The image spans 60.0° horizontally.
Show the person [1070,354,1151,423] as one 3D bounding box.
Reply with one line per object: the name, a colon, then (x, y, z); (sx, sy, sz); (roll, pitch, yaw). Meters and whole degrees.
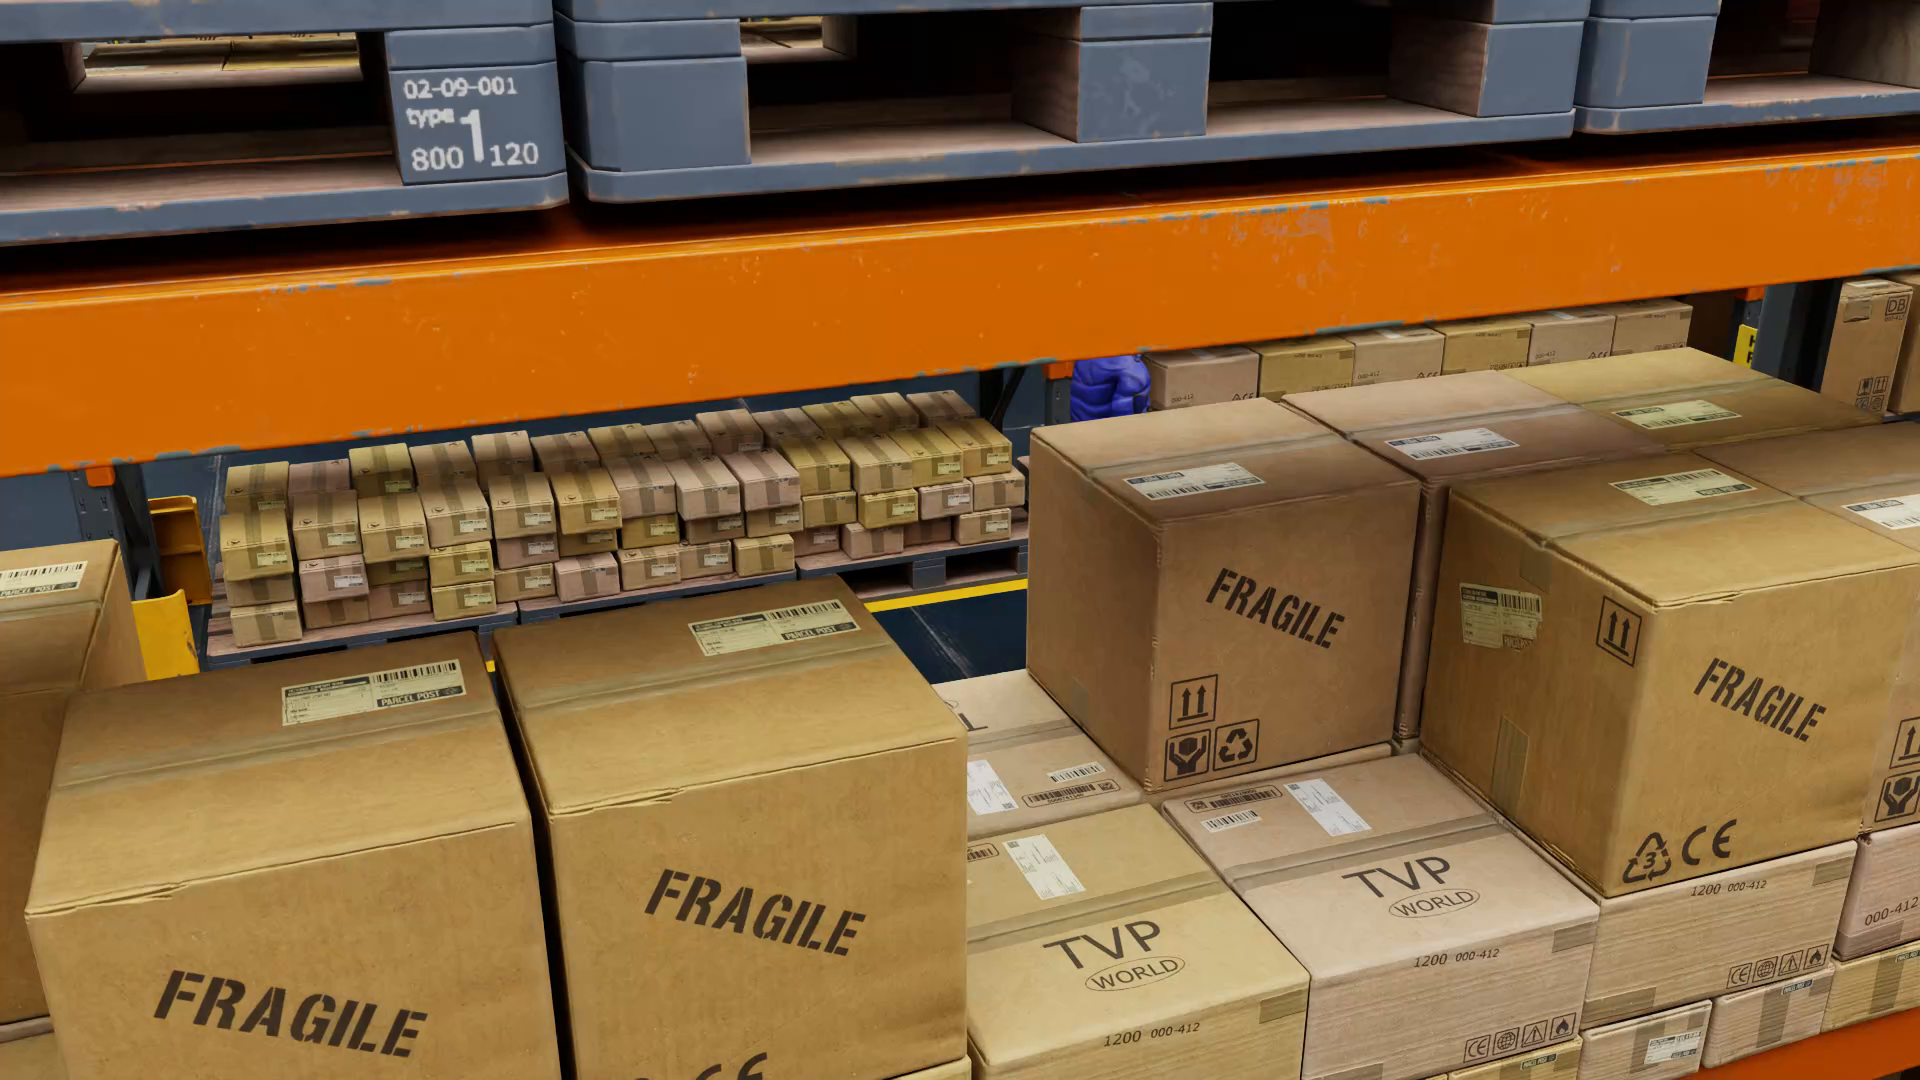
person: (0.605, -0.211, 6.621); (0.349, 1.641, 0.507); (-9, 24, -21)
